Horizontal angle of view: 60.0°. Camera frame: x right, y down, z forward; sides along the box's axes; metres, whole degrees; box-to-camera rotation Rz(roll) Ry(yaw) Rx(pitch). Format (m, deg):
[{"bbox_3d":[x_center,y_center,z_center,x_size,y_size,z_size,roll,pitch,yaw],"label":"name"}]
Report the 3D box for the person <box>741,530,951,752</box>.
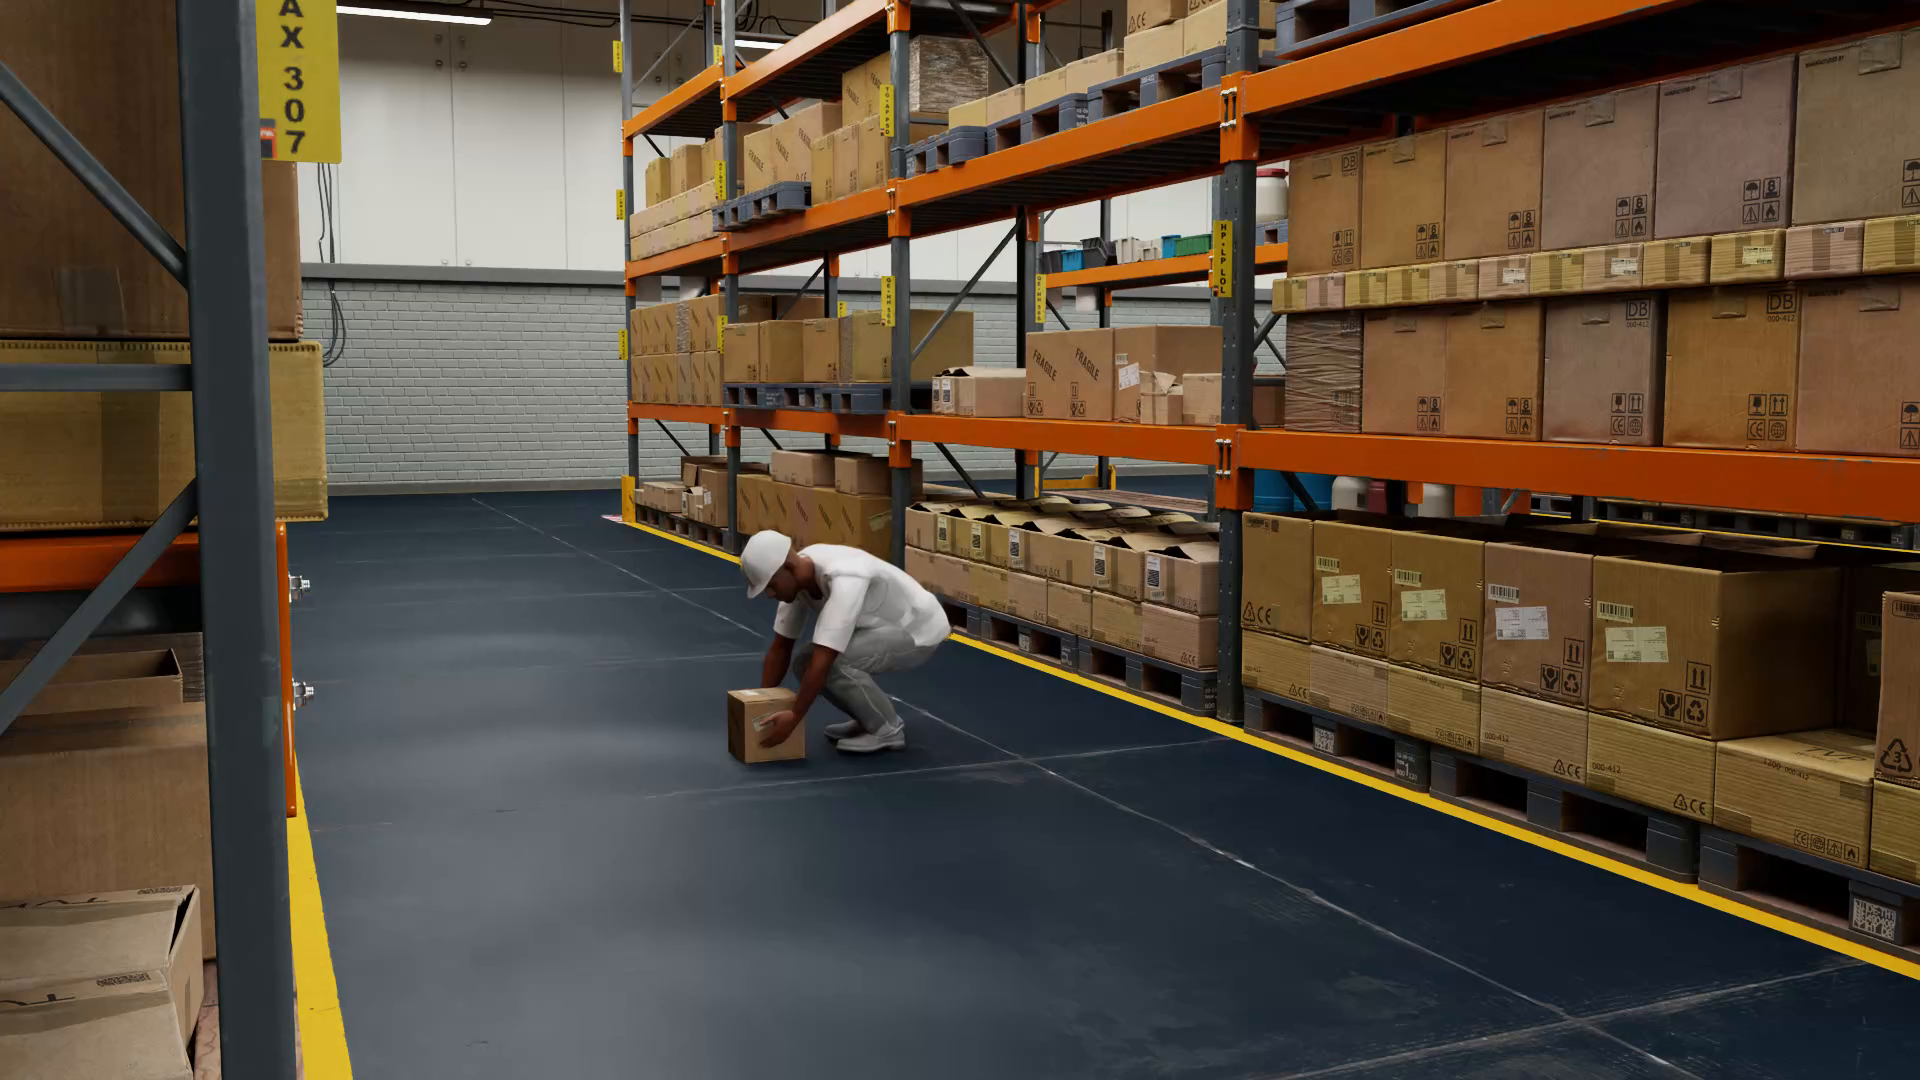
[{"bbox_3d":[-0.470,0.407,6.830,0.896,0.927,0.570,-2,6,-24],"label":"person"}]
